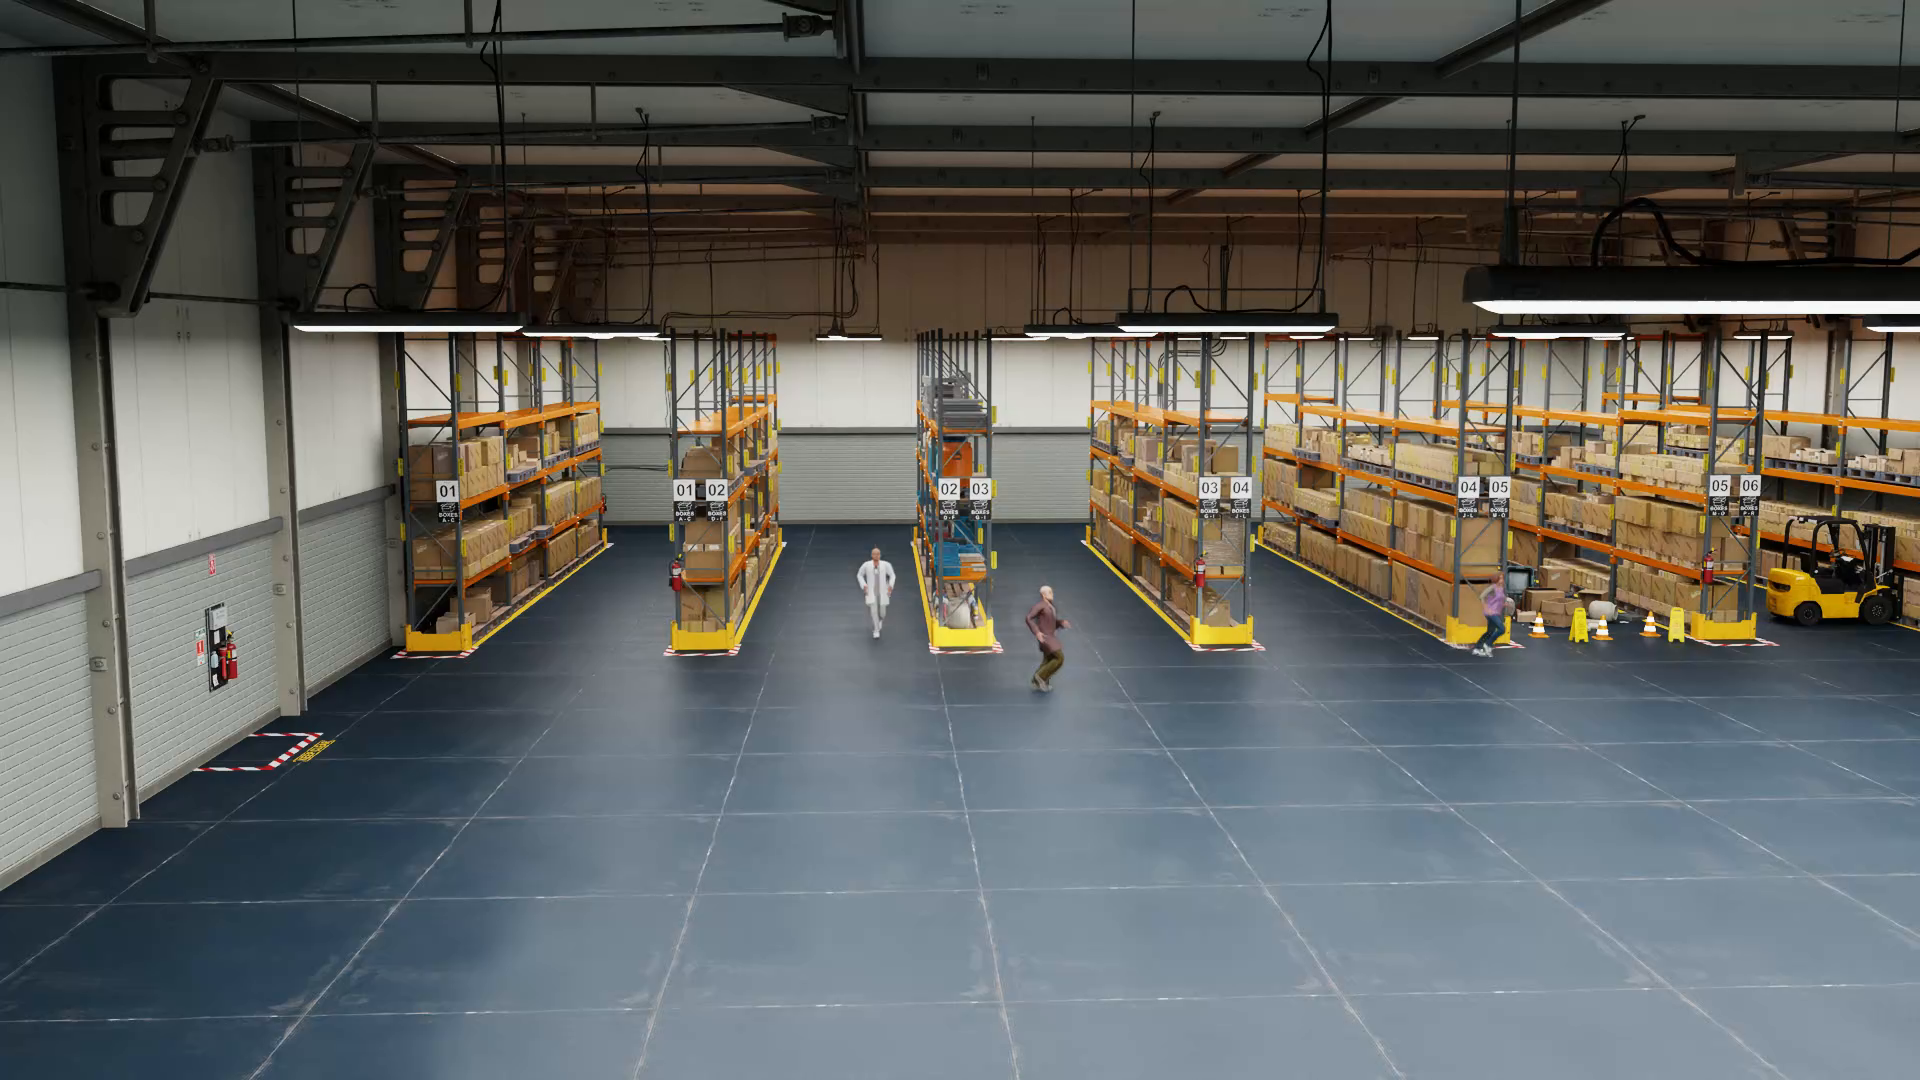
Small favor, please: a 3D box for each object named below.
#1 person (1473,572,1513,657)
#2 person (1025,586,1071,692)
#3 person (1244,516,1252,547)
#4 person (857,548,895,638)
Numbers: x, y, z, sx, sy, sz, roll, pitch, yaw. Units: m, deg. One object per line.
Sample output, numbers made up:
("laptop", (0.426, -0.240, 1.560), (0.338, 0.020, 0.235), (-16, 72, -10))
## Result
("person", (9.761, 1.360, 30.439), (0.695, 1.549, 0.468), (5, 9, 38))
("person", (1.478, 1.629, 27.322), (0.700, 1.742, 0.694), (3, 7, 21))
("person", (7.513, -0.326, 44.615), (0.622, 1.616, 0.645), (1, 7, 5))
("person", (-1.646, 1.020, 32.602), (0.751, 1.733, 0.774), (-1, 7, -9))
